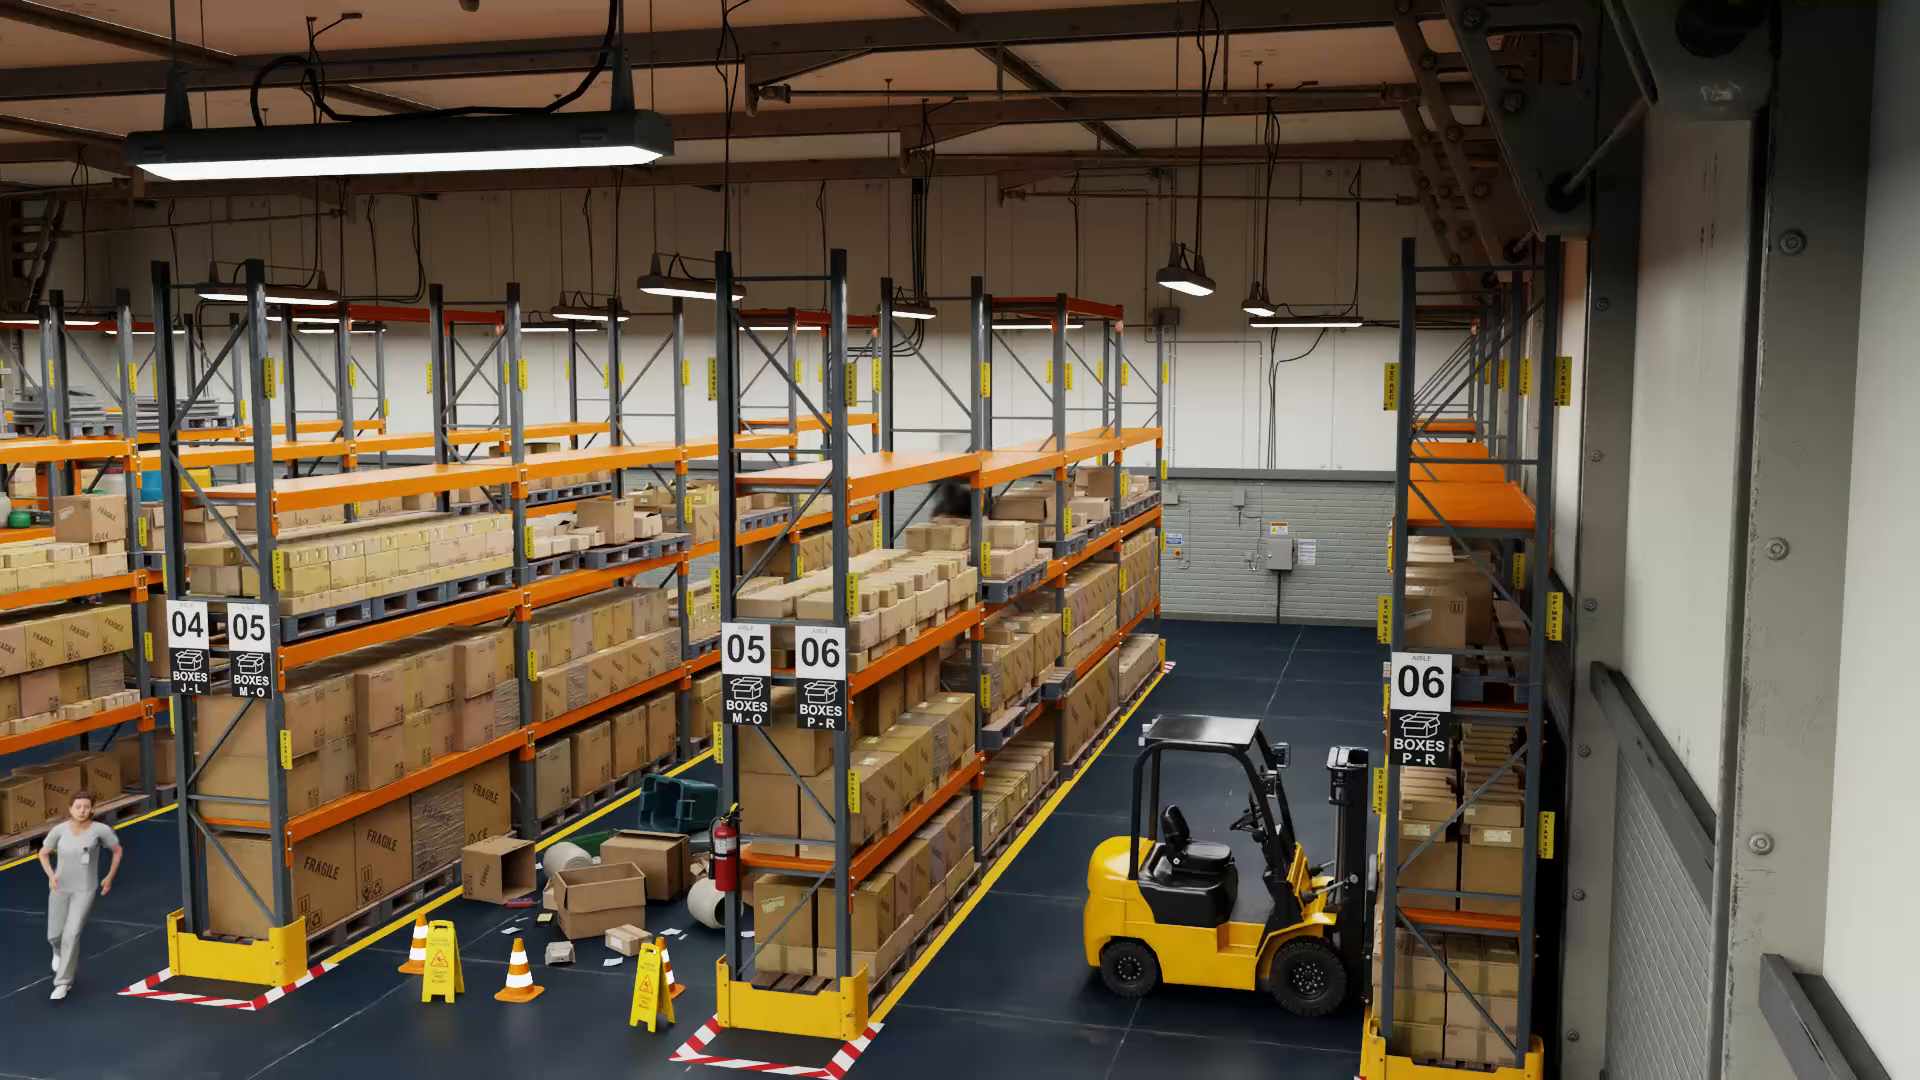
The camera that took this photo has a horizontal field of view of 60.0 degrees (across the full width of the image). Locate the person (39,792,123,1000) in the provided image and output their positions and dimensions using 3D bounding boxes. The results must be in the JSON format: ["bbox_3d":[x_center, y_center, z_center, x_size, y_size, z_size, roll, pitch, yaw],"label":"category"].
[{"bbox_3d":[-7.308,2.893,13.850,0.625,1.646,0.761,-2,6,-18],"label":"person"}]

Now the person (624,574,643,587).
[{"bbox_3d":[-5.568,1.341,28.075,0.715,1.752,0.620,0,6,4],"label":"person"}]
